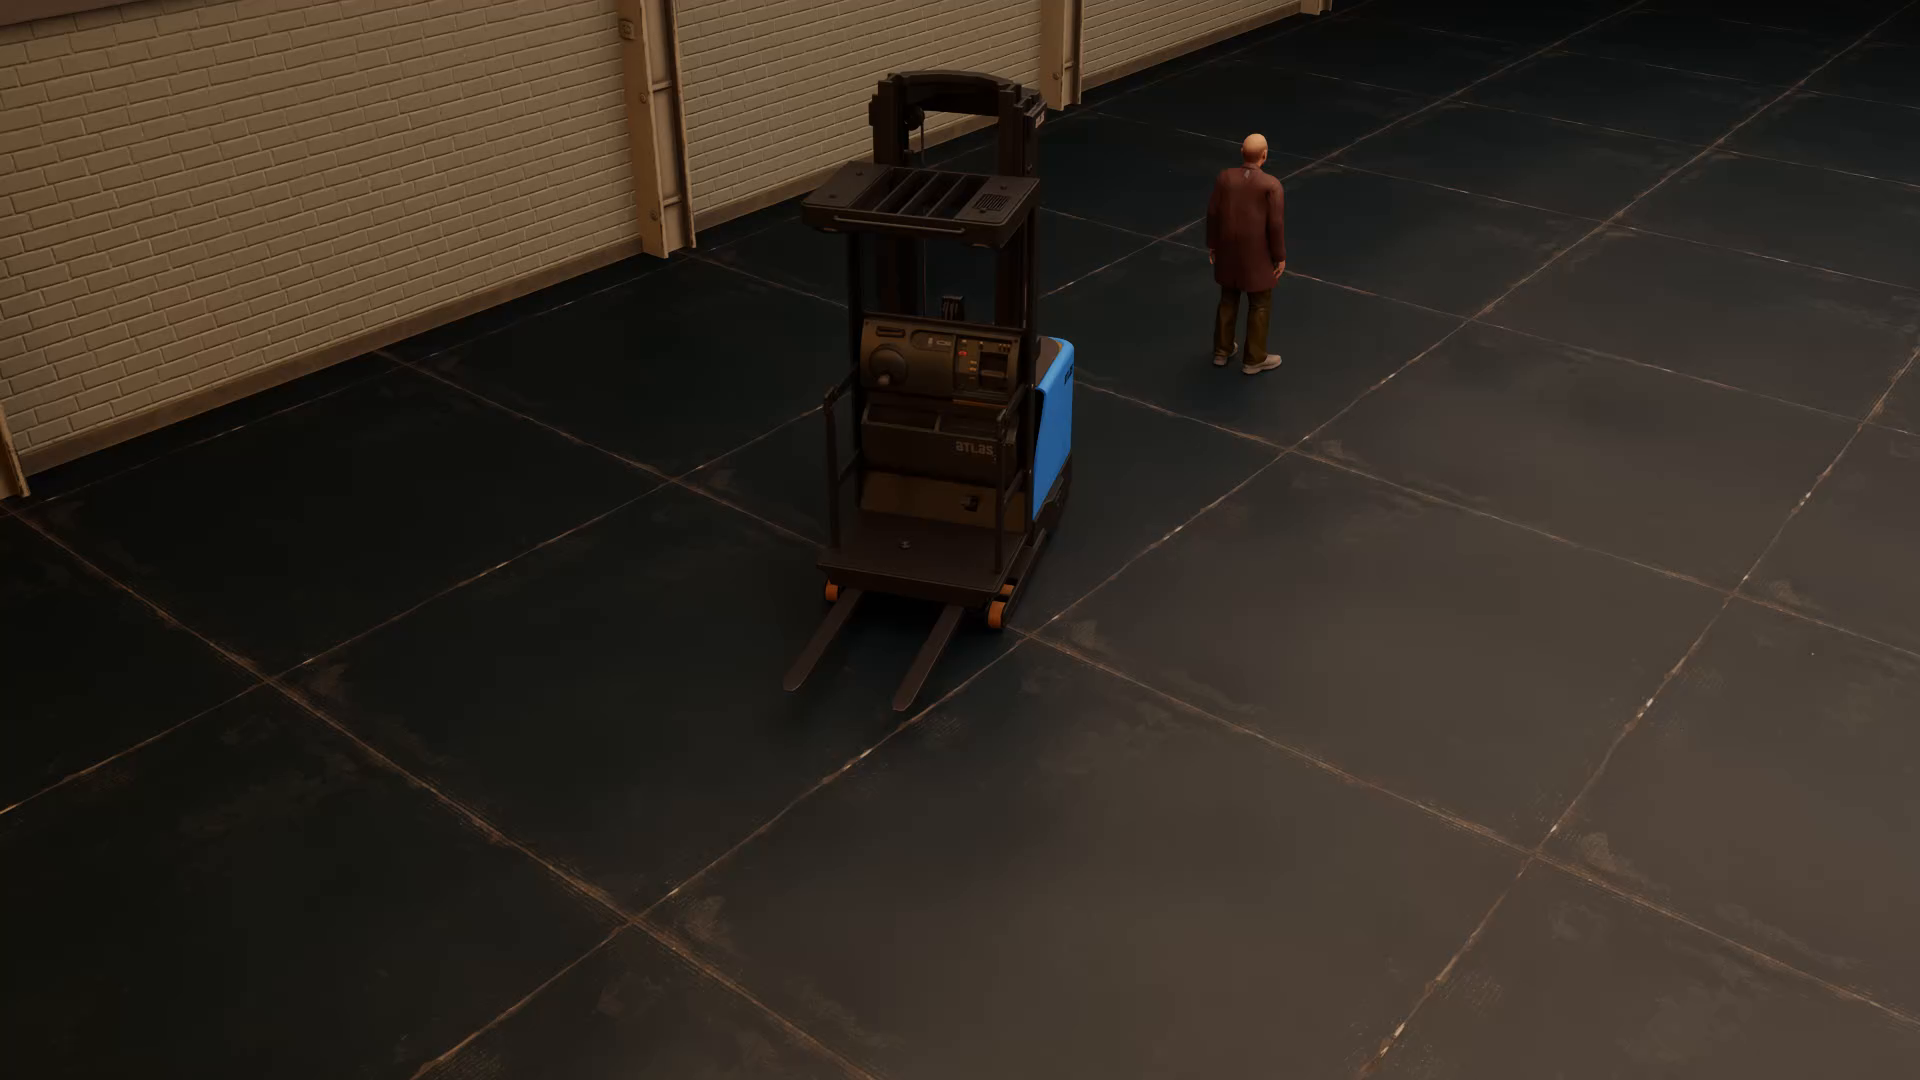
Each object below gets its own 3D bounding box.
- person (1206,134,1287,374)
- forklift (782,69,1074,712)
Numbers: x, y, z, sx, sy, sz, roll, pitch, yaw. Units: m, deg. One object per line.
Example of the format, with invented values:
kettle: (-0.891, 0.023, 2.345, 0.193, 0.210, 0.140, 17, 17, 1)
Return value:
person: (2.130, -2.139, 12.402, 0.652, 1.773, 0.433, 21, 36, 31)
forklift: (-0.176, -0.972, 9.258, 1.130, 2.935, 3.031, 9, 31, 14)
